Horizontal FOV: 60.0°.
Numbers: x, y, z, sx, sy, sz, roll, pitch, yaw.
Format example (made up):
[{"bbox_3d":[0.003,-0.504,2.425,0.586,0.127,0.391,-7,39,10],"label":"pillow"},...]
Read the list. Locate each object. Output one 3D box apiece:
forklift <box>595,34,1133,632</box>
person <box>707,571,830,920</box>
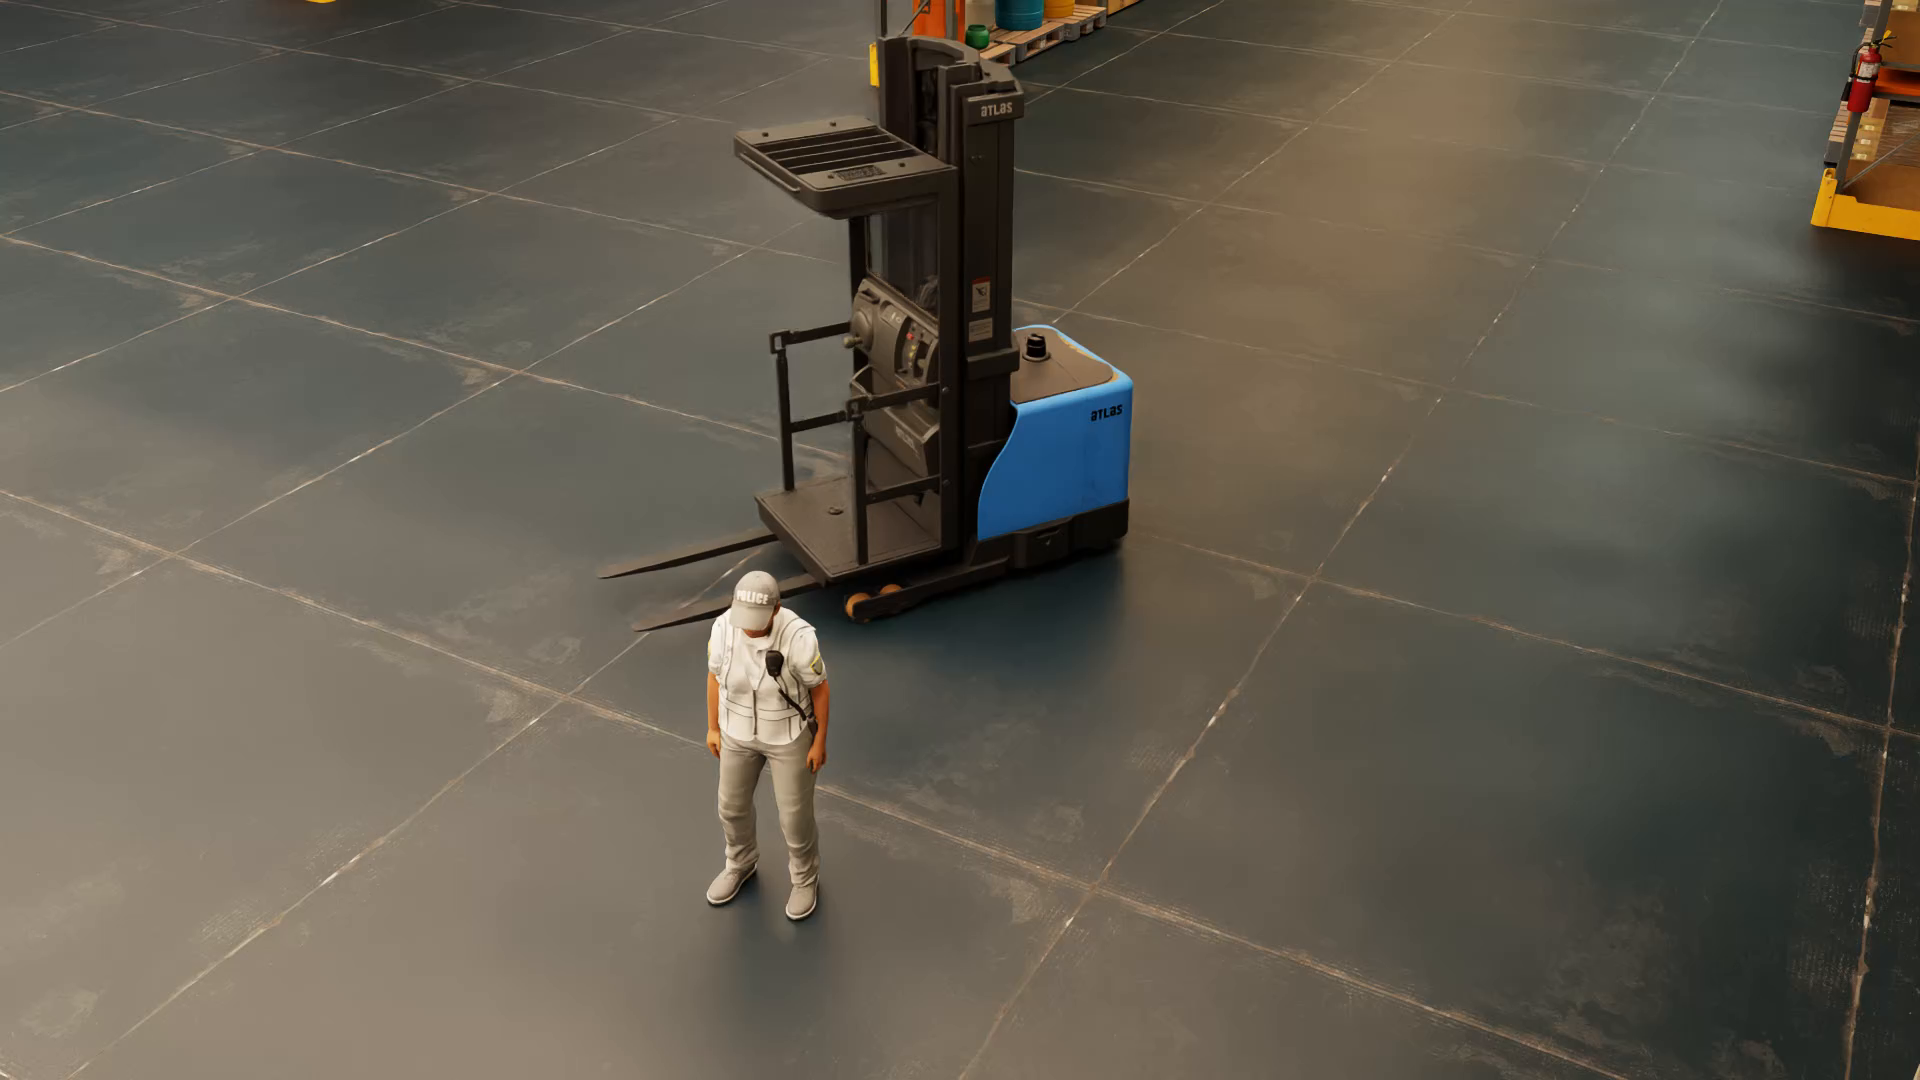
[{"bbox_3d":[-0.540,-1.110,8.993,3.031,2.935,1.130,-15,33,-25],"label":"forklift"},{"bbox_3d":[-0.817,0.823,6.914,0.553,1.664,0.469,7,31,12],"label":"person"}]
